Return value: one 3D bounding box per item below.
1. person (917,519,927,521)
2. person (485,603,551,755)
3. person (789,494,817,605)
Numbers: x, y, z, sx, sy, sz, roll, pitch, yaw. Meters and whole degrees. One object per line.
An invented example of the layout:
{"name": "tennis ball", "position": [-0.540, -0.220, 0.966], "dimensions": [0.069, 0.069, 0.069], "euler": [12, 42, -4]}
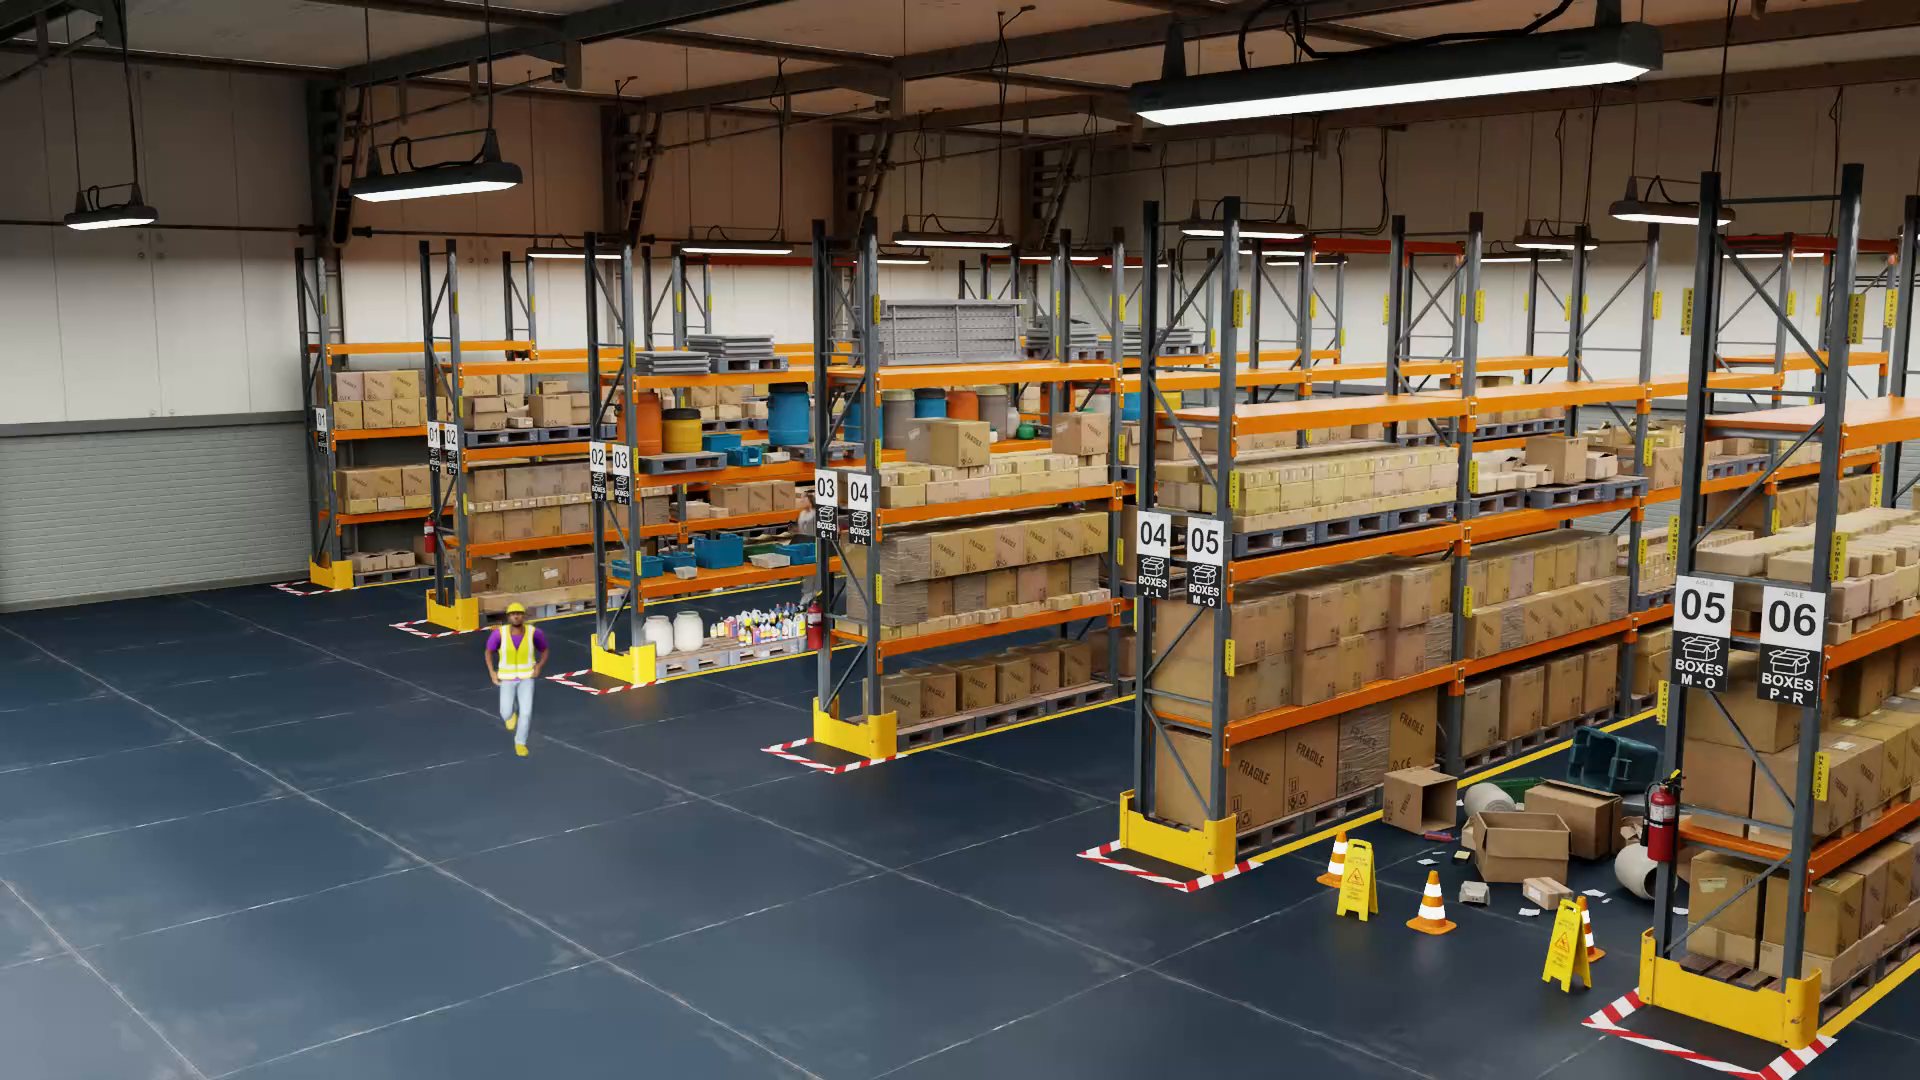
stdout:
{"name": "person", "position": [-0.543, -0.246, 29.148], "dimensions": [0.770, 1.716, 0.608], "euler": [-8, 11, -42]}
{"name": "person", "position": [-5.040, 1.557, 18.986], "dimensions": [0.721, 1.717, 0.658], "euler": [-2, 9, -11]}
{"name": "person", "position": [-2.424, 0.137, 26.880], "dimensions": [0.730, 1.778, 0.546], "euler": [-7, 11, -39]}
